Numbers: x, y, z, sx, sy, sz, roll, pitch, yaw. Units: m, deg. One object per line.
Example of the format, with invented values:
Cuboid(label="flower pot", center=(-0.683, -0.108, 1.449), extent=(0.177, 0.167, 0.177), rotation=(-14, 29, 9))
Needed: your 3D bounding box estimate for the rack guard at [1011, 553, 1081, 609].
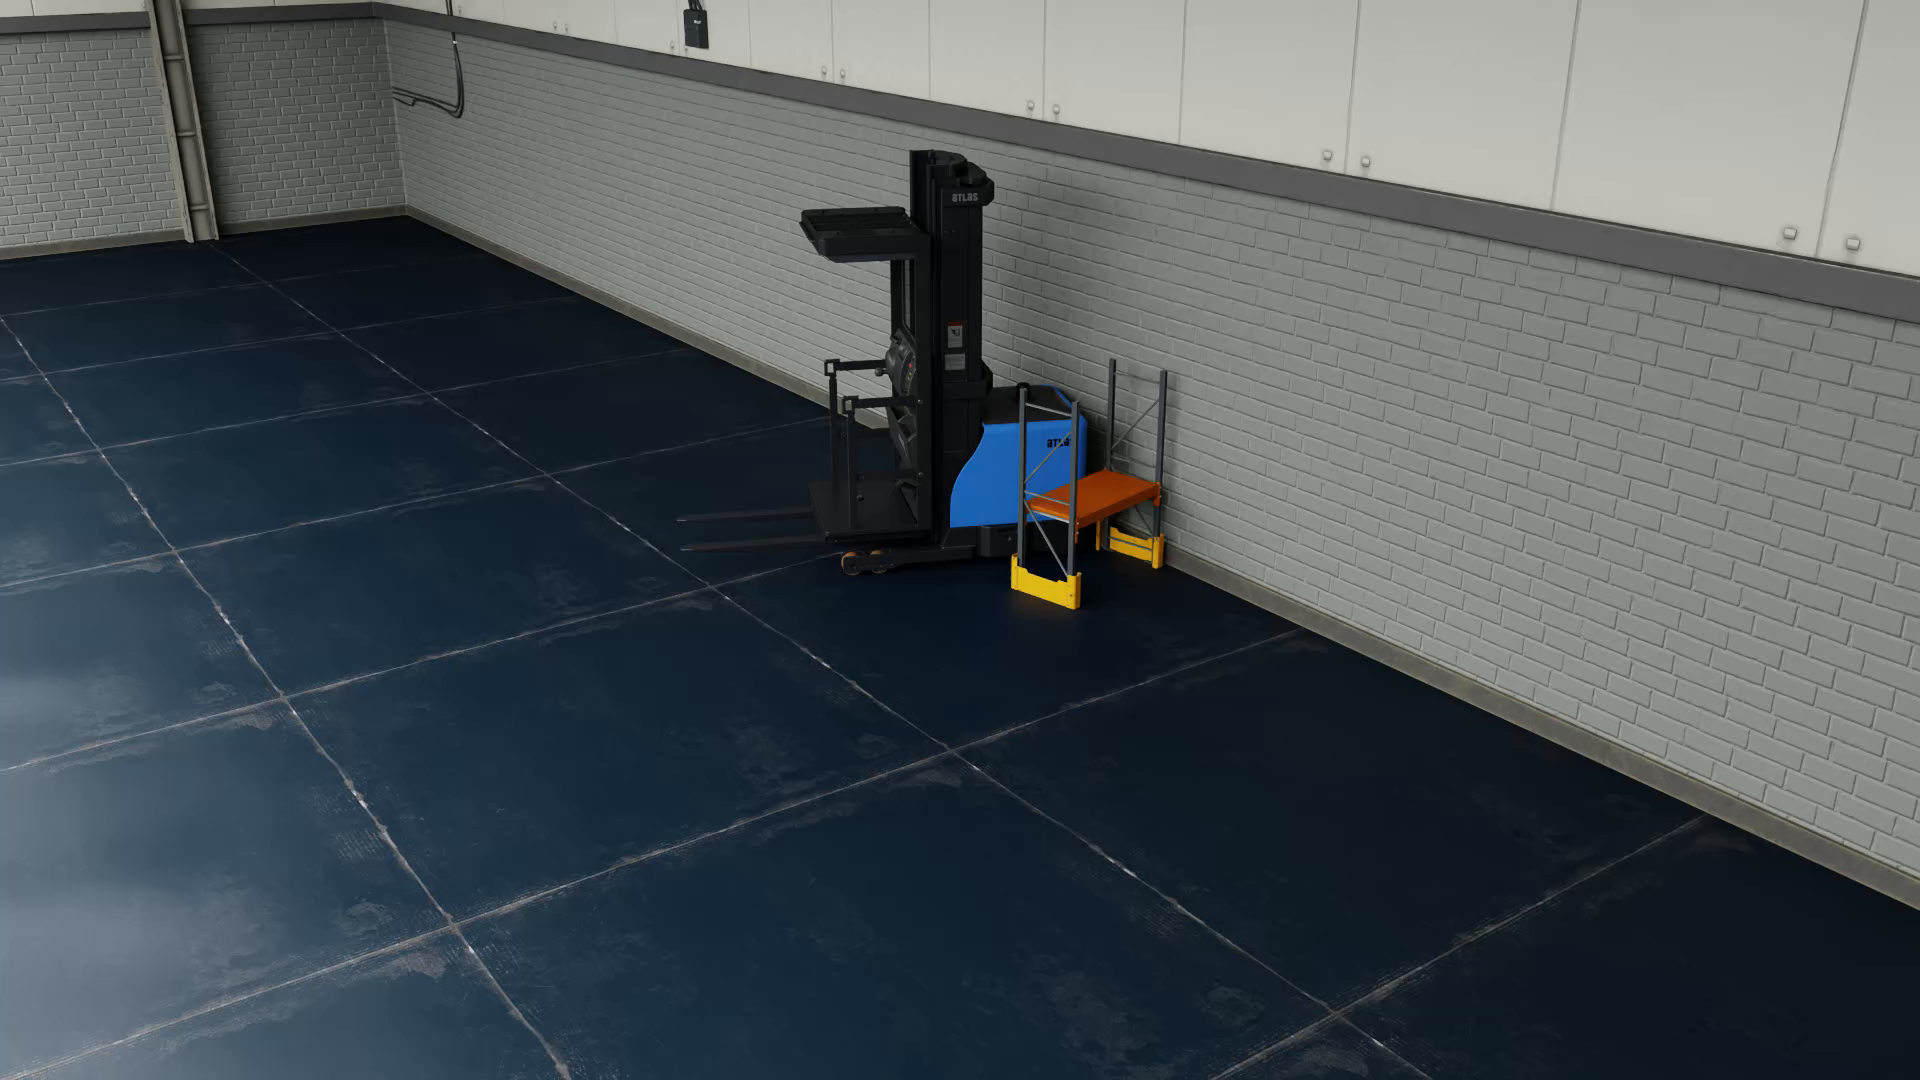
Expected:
Cuboid(label="rack guard", center=(0.610, 0.289, 11.834), extent=(0.587, 0.250, 0.087), rotation=(18, 28, 38))

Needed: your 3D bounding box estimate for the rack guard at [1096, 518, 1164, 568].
Cuboid(label="rack guard", center=(1.275, 0.015, 12.522), extent=(0.587, 0.250, 0.087), rotation=(18, 28, 38))

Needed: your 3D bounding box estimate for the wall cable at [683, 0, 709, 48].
Cuboid(label="wall cable", center=(-2.057, -7.409, 14.733), extent=(0.169, 6.003, 2.305), rotation=(-15, 26, -33))

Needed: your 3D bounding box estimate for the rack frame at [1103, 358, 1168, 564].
Cuboid(label="rack frame", center=(1.288, -0.571, 12.304), extent=(0.500, 1.500, 0.032), rotation=(18, 28, 38))

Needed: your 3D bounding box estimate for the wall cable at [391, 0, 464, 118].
Cuboid(label="wall cable", center=(-7.588, -7.247, 23.105), extent=(0.112, 2.526, 3.097), rotation=(-15, 26, -33))

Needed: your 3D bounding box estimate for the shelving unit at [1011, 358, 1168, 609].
Cuboid(label="shelving unit", center=(0.942, -0.428, 11.946), extent=(0.587, 1.500, 1.083), rotation=(18, 28, 38))

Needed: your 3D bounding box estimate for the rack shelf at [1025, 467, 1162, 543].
Cuboid(label="rack shelf", center=(0.948, -0.264, 12.019), extent=(0.538, 0.185, 1.000), rotation=(18, 28, 38))

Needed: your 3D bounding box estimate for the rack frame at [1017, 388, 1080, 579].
Cuboid(label="rack frame", center=(0.609, -0.291, 11.601), extent=(0.500, 1.500, 0.032), rotation=(18, 28, 38))

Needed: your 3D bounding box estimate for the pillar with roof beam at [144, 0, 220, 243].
Cuboid(label="pillar with roof beam", center=(-8.238, -7.154, 18.682), extent=(0.400, 9.000, 9.100), rotation=(-15, 26, -33))

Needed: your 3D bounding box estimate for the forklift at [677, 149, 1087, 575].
Cuboid(label="forklift", center=(-0.616, -1.315, 12.236), extent=(3.031, 2.935, 1.130), rotation=(-4, 22, -11))
